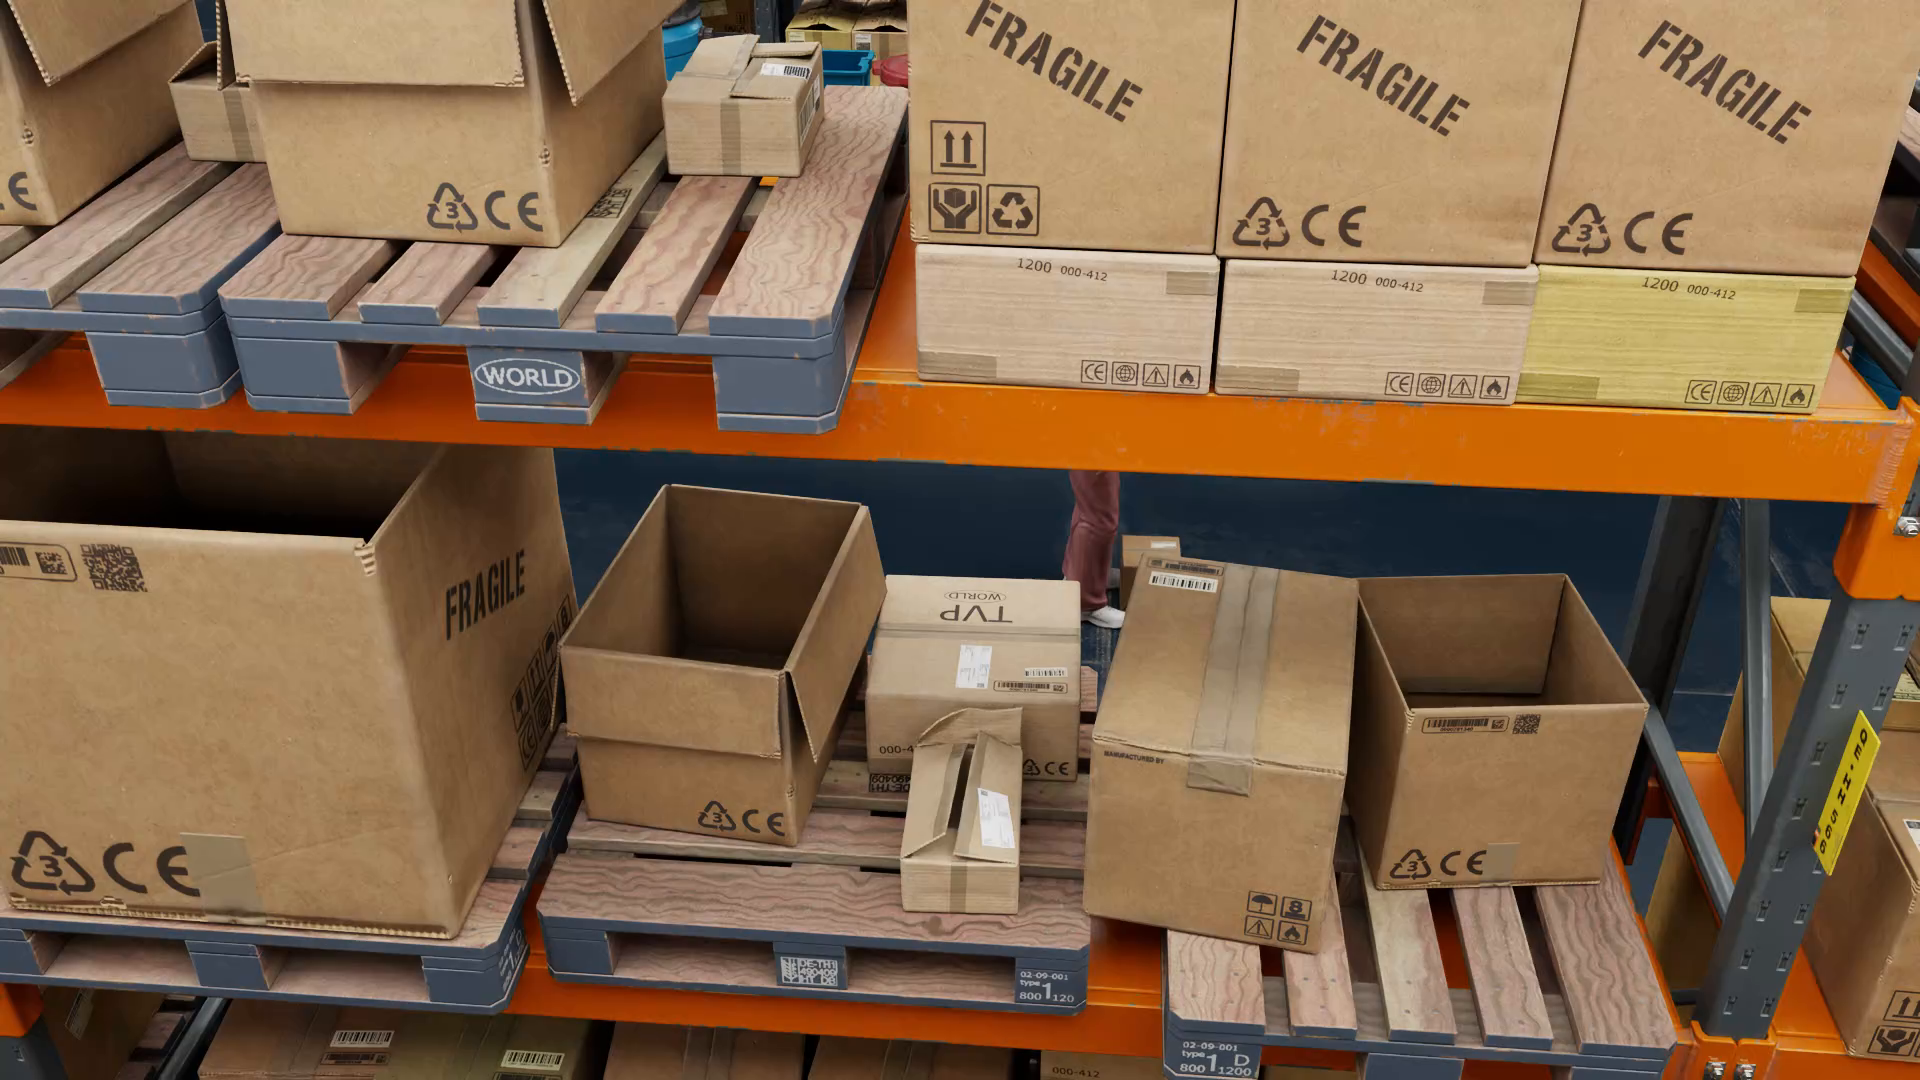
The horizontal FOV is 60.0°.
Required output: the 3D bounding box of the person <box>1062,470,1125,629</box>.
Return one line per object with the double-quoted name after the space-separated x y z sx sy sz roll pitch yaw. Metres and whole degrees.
0.577 -0.457 6.868 0.364 1.671 0.513 1 32 1 "person"
